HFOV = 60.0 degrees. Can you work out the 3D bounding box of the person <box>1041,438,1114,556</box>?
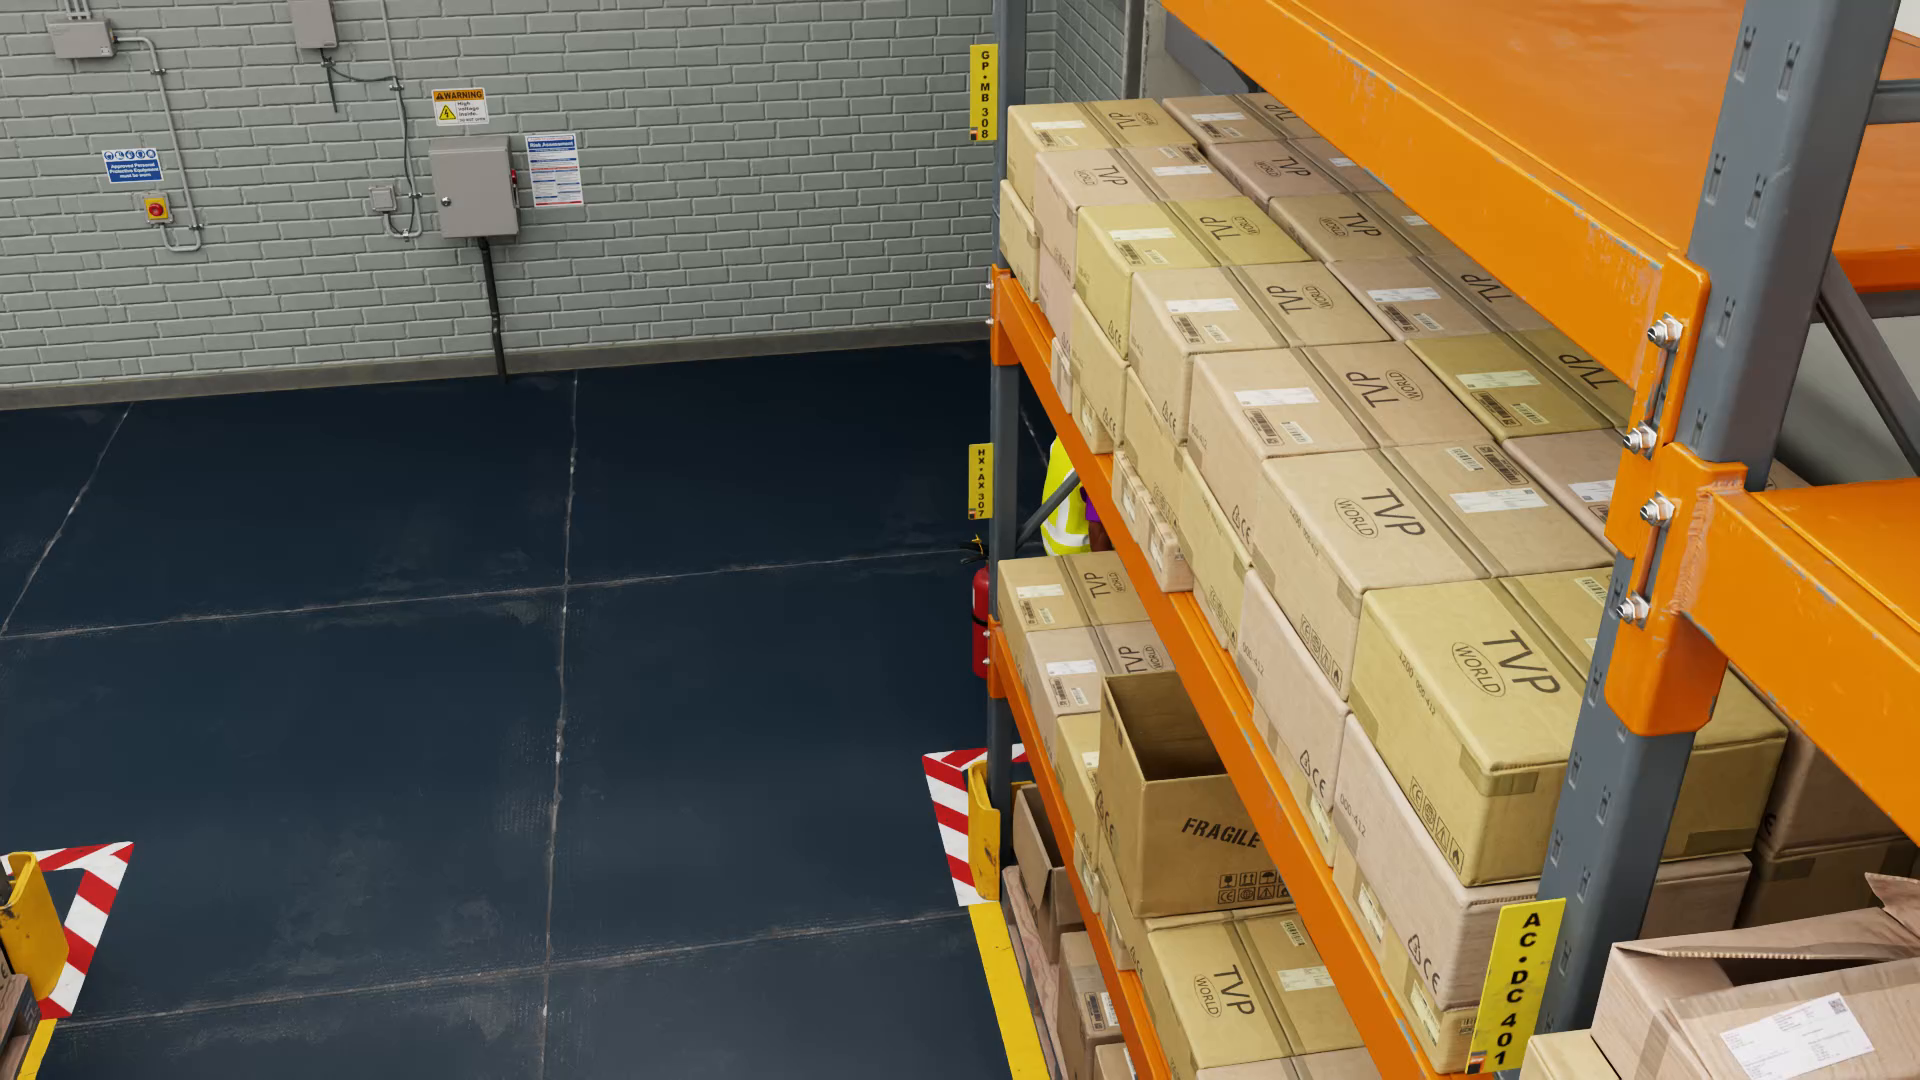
[{"bbox_3d":[0.636,0.052,8.032,0.459,1.760,0.625,-6,31,-10],"label":"person"}]
